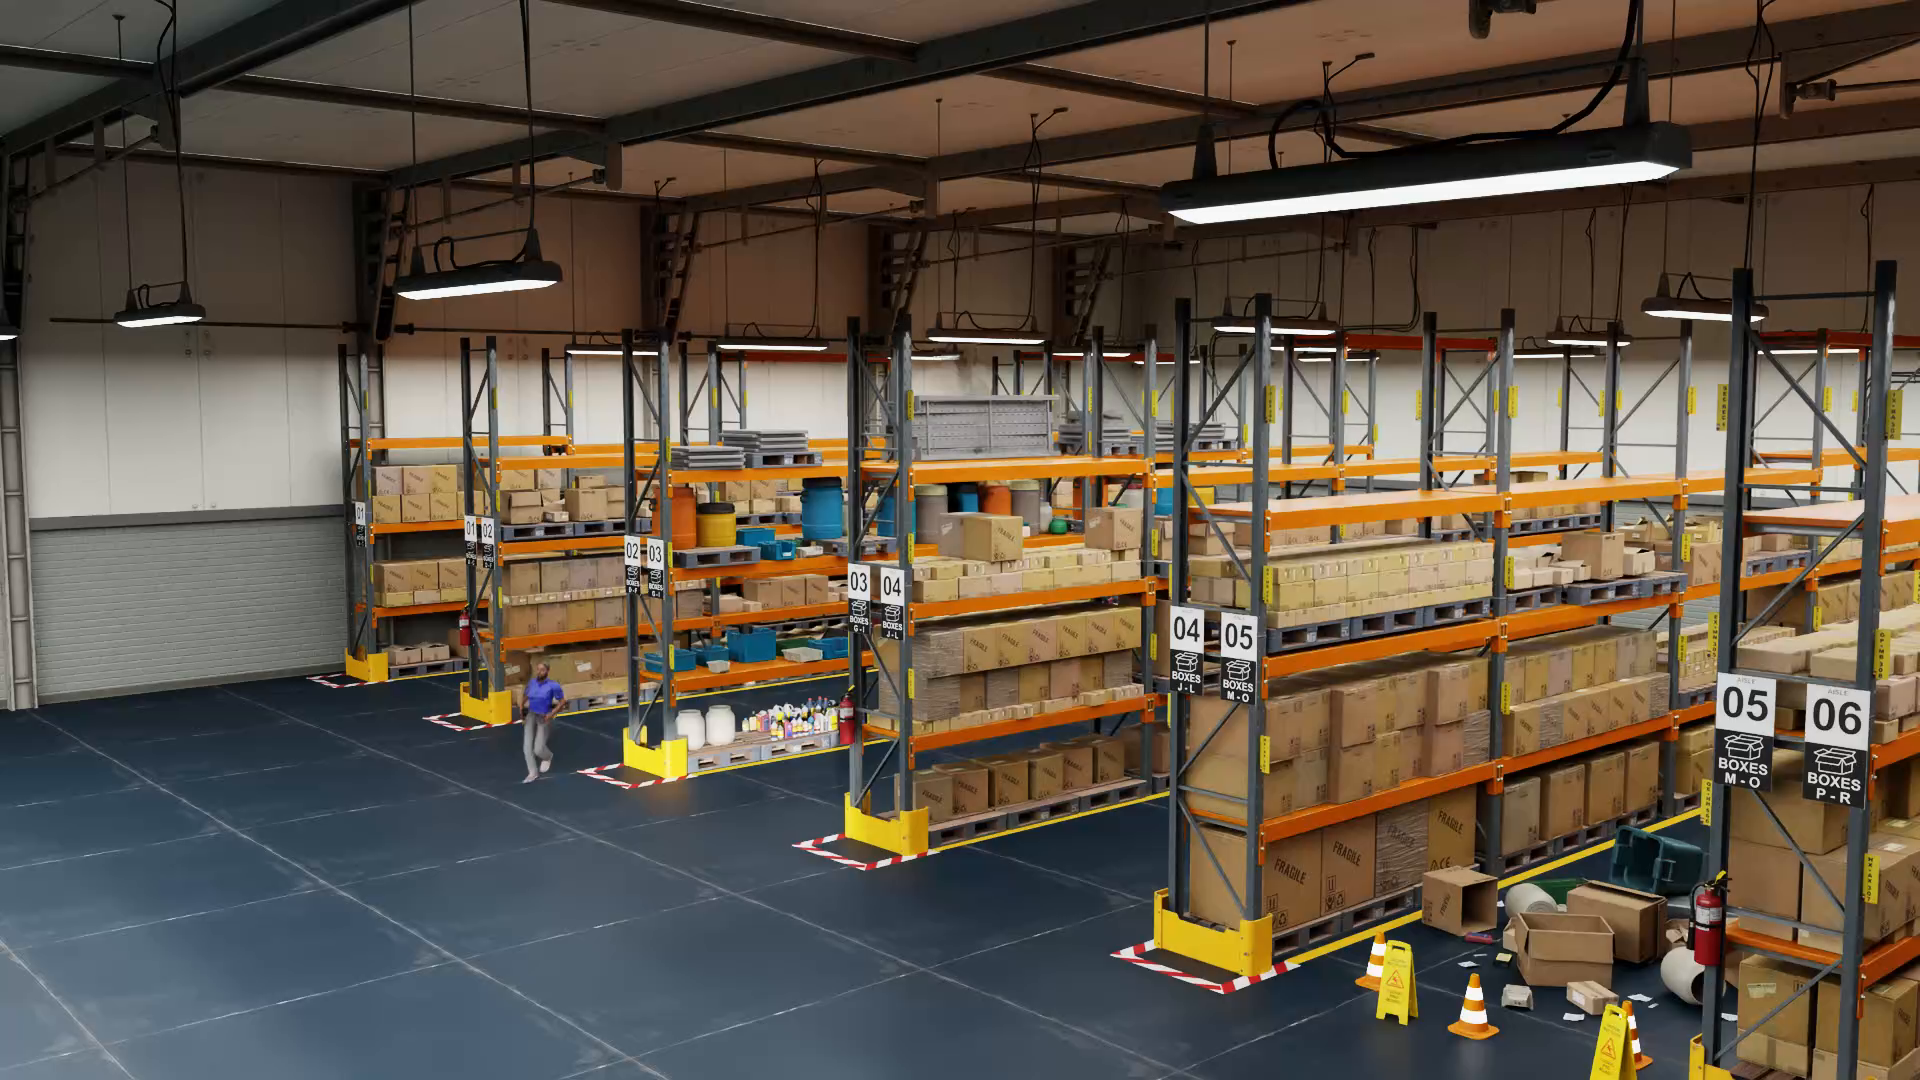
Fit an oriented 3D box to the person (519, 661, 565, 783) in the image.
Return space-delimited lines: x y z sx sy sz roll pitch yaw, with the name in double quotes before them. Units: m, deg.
"person" -5.560 2.405 22.079 0.606 1.603 0.571 1 5 14
